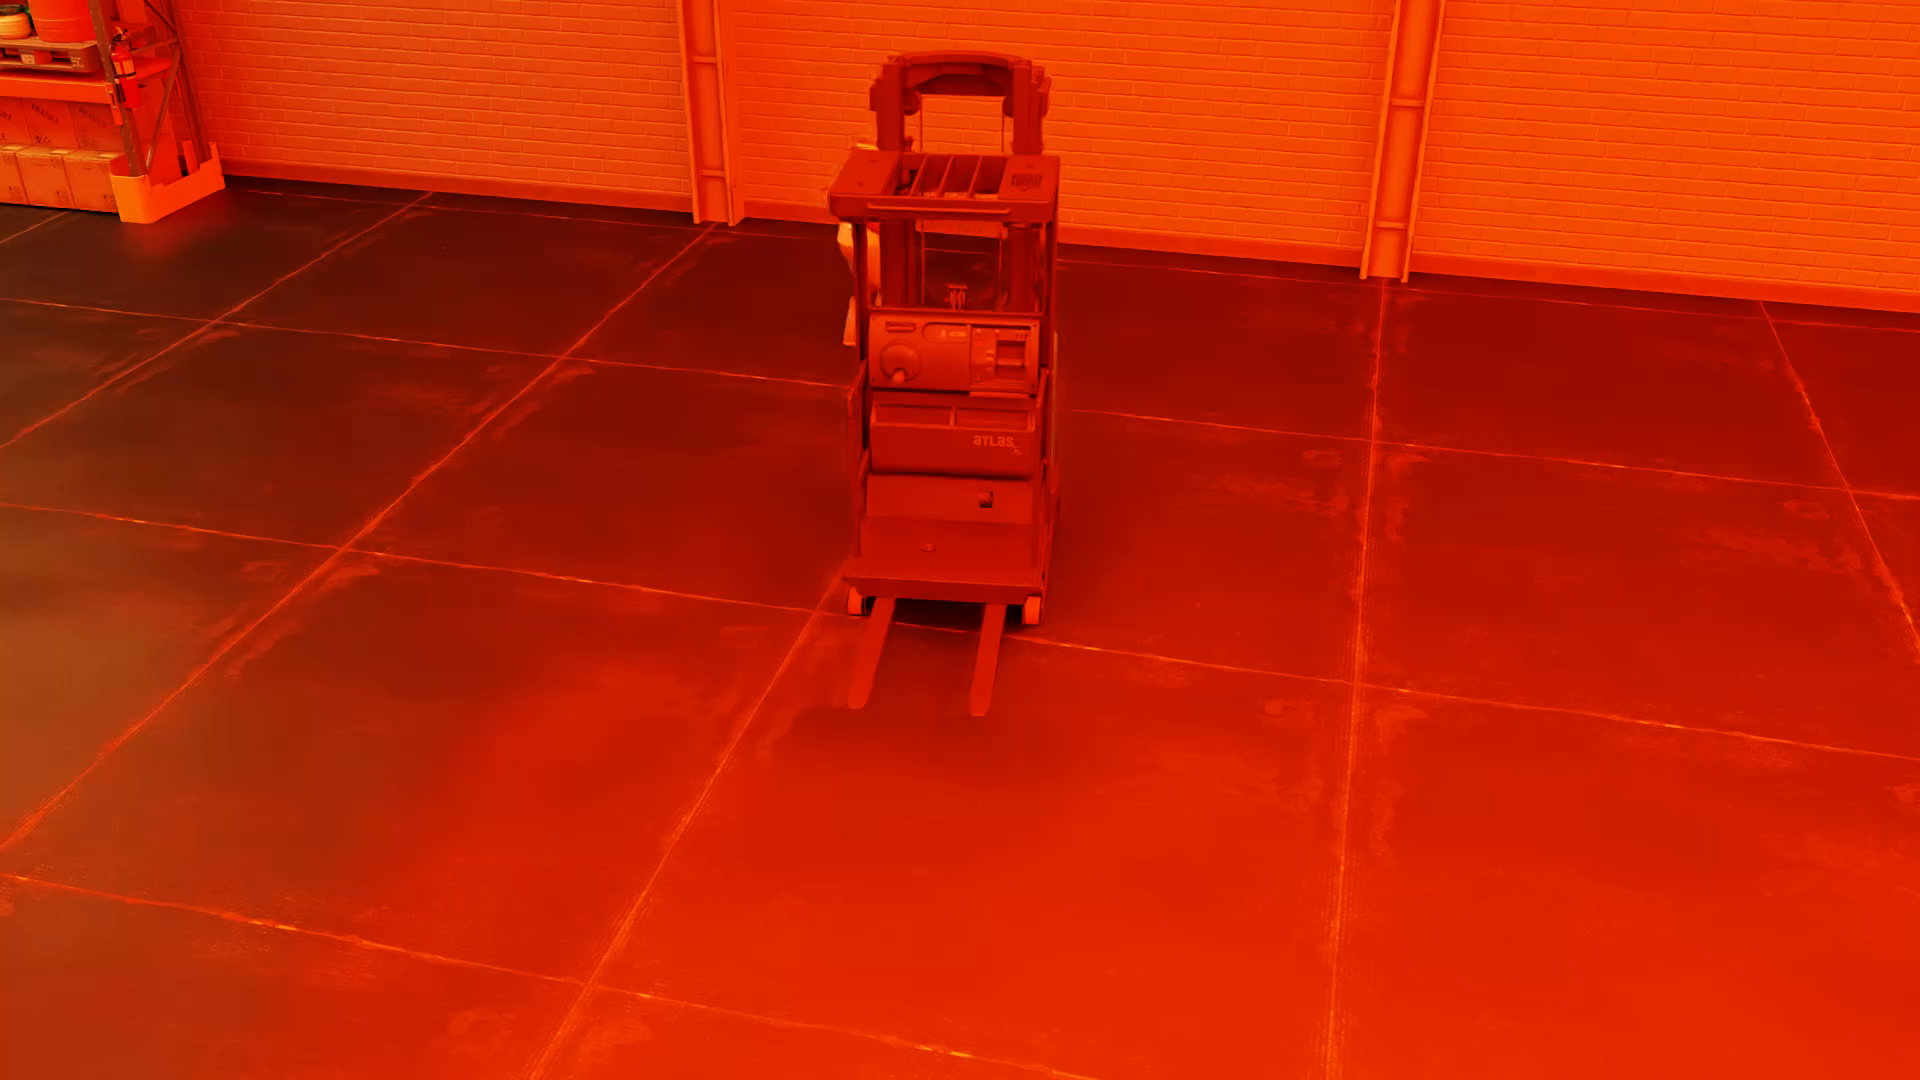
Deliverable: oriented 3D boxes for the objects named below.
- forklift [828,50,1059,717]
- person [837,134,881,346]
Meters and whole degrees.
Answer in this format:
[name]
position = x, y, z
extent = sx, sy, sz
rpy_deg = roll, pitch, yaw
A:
[forklift]
position = -0.056, -0.974, 8.890
extent = 1.130, 2.935, 3.031
rpy_deg = 3, 30, 5
[person]
position = -0.681, -2.225, 12.422
extent = 0.483, 1.640, 0.651
rpy_deg = -13, 32, -22
